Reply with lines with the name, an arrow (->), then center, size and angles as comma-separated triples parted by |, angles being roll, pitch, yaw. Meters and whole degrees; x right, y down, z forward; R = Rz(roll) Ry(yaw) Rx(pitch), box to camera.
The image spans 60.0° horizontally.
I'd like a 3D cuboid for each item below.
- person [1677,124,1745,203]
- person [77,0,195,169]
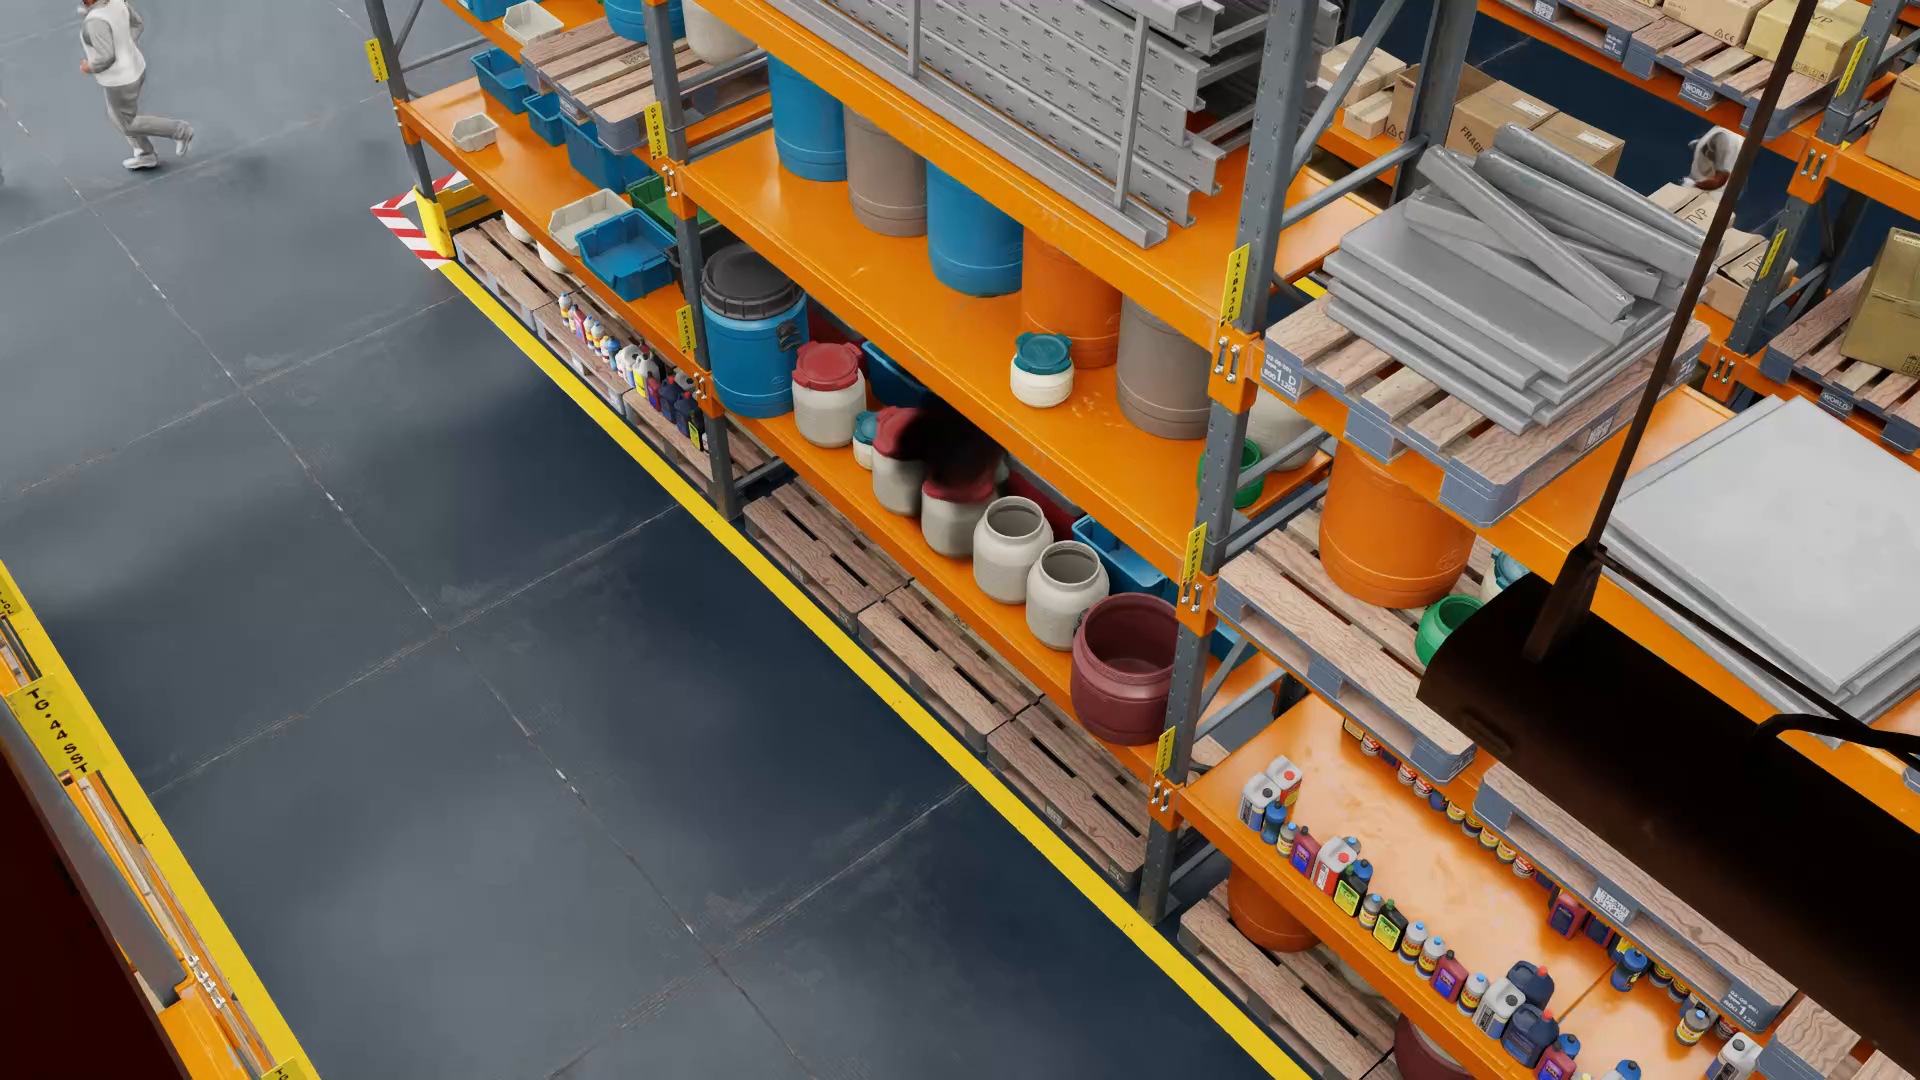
person -> 5.541, -2.577, 12.224 | 0.687, 1.741, 0.676 | -36, 56, -29
person -> -6.679, -3.745, 13.350 | 0.708, 1.760, 0.658 | -2, 47, -2
